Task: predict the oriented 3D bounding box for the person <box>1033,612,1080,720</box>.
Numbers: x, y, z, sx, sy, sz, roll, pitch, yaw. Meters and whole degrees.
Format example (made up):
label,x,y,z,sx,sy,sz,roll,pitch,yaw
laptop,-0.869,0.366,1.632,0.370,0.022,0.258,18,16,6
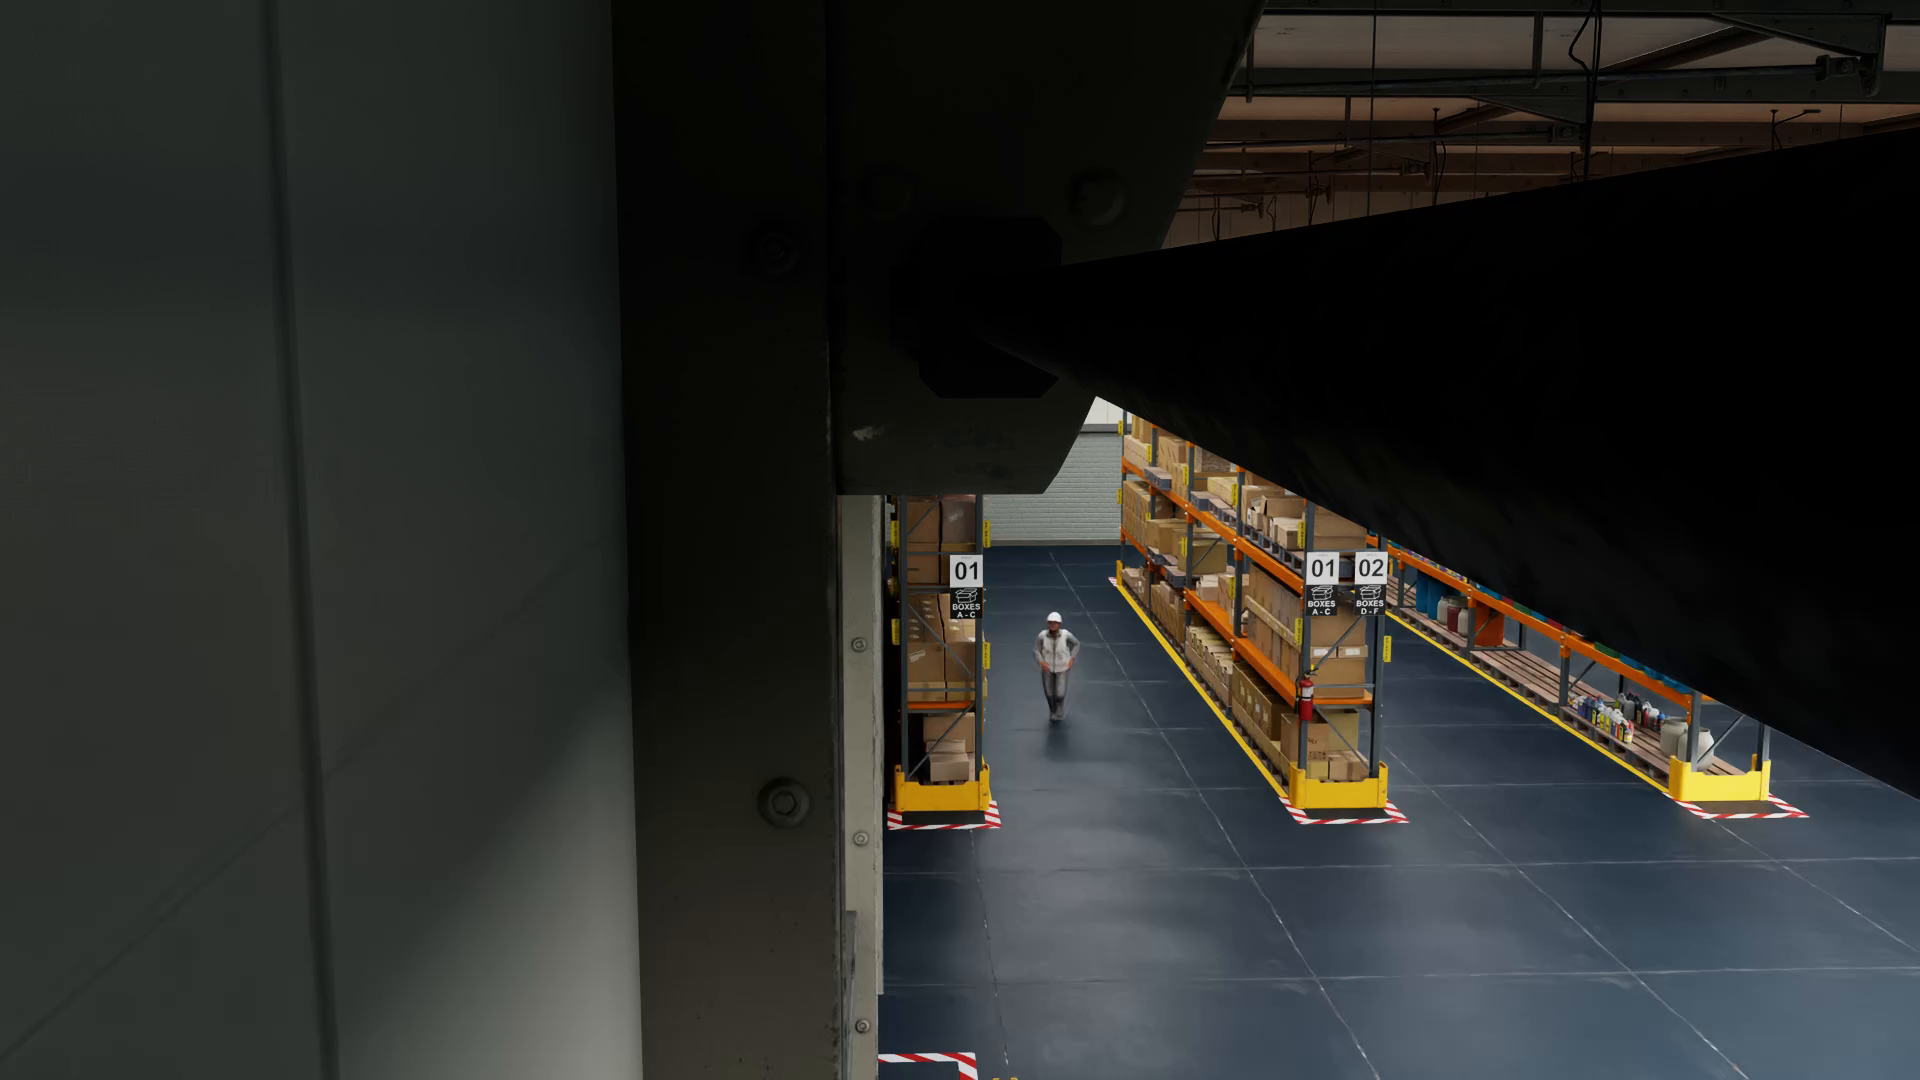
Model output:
label,x,y,z,sx,sy,sz,roll,pitch,yaw
person,1.430,1.878,24.627,0.691,1.688,0.726,1,9,8
